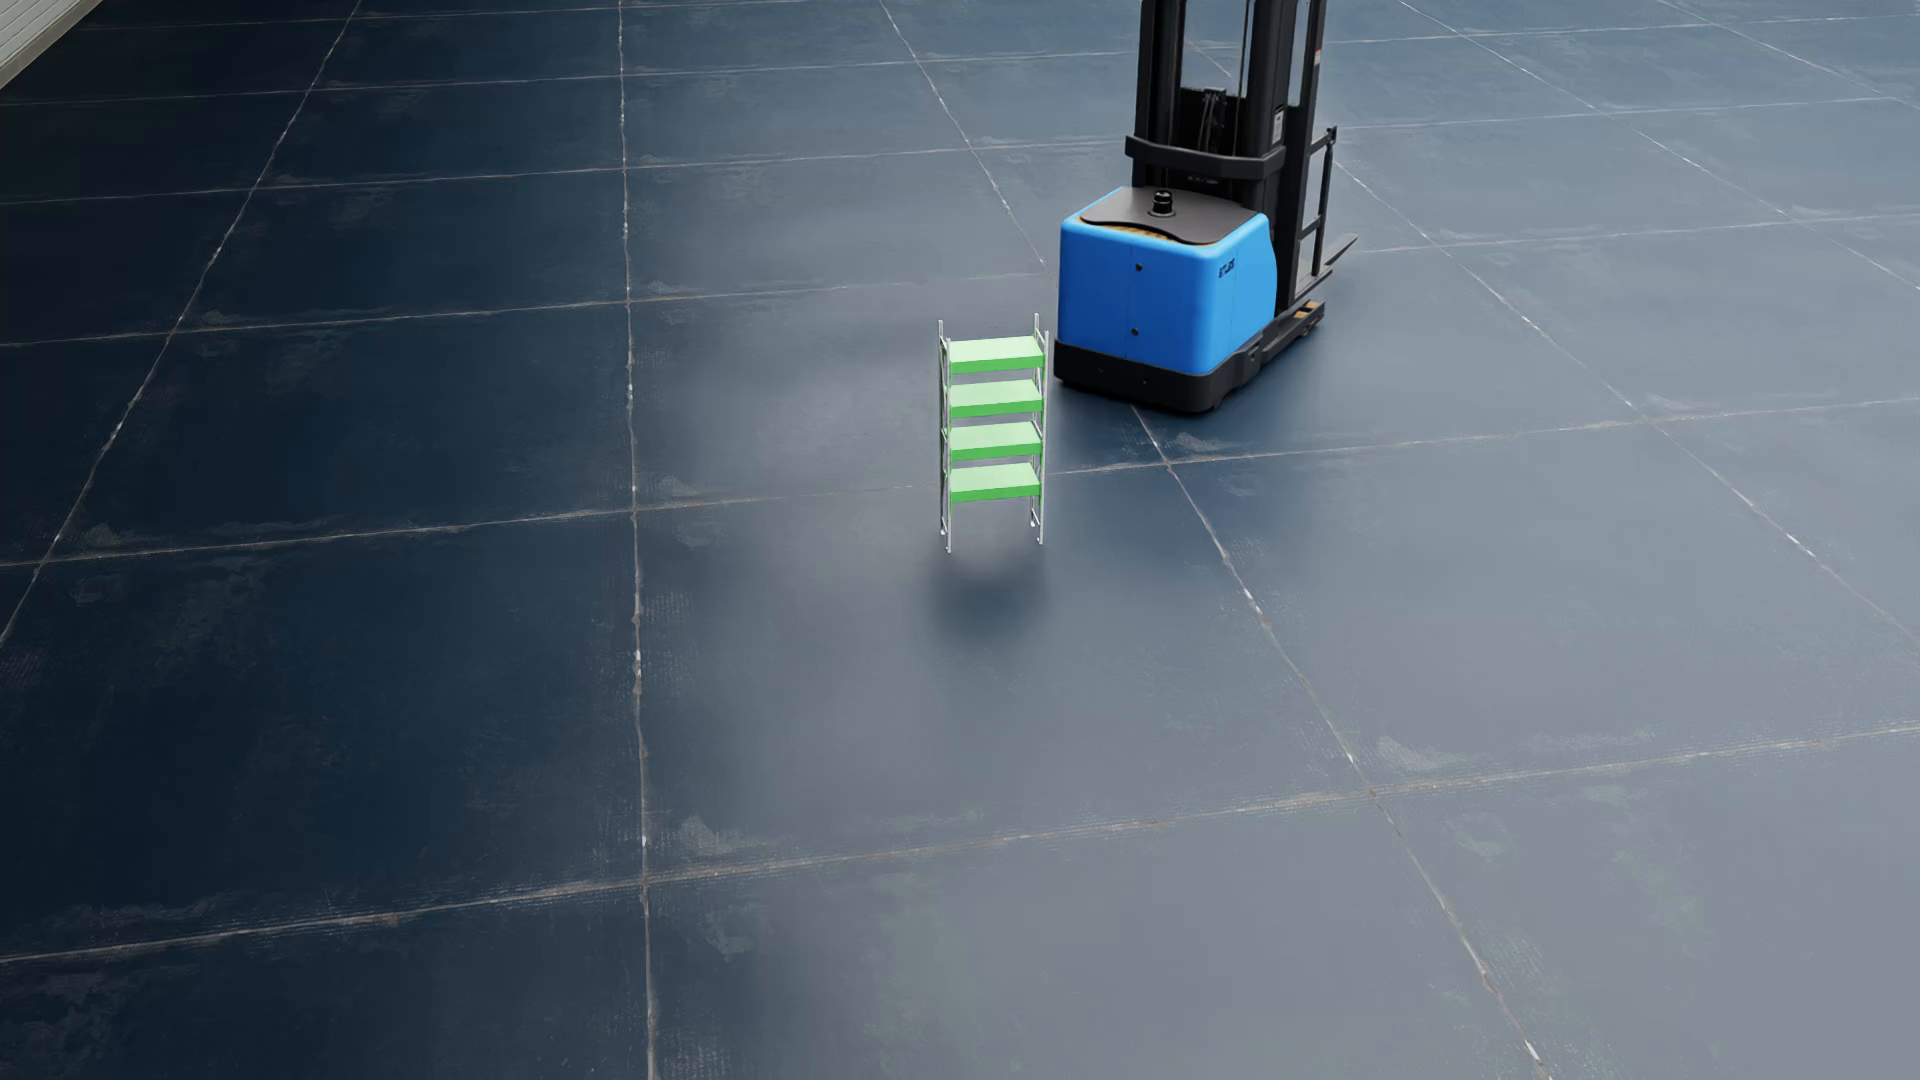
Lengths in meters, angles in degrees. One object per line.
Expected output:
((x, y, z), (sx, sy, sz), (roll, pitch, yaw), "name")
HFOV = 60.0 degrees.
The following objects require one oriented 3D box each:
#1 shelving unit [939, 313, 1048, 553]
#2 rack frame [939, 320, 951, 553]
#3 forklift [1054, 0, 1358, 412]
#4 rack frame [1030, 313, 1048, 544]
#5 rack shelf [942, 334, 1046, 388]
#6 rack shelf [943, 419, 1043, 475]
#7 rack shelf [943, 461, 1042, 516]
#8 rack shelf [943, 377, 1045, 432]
((0.163, -0.532, 8.472), (0.503, 1.200, 0.258), (-5, 31, -9), "shelving unit")
((-0.077, -0.510, 8.434), (0.015, 1.200, 0.240), (-5, 31, -9), "rack frame")
((1.796, -2.730, 10.501), (1.130, 2.935, 3.031), (18, 35, 27), "forklift")
((0.403, -0.555, 8.509), (0.015, 1.200, 0.240), (-5, 31, -9), "rack frame")
((0.163, -0.891, 8.261), (0.480, 0.148, 0.258), (-5, 31, -9), "rack shelf")
((0.163, -0.477, 8.504), (0.480, 0.148, 0.258), (-5, 31, -9), "rack shelf")
((0.163, -0.270, 8.626), (0.480, 0.148, 0.258), (-5, 31, -9), "rack shelf")
((0.163, -0.684, 8.382), (0.480, 0.148, 0.258), (-5, 31, -9), "rack shelf")
